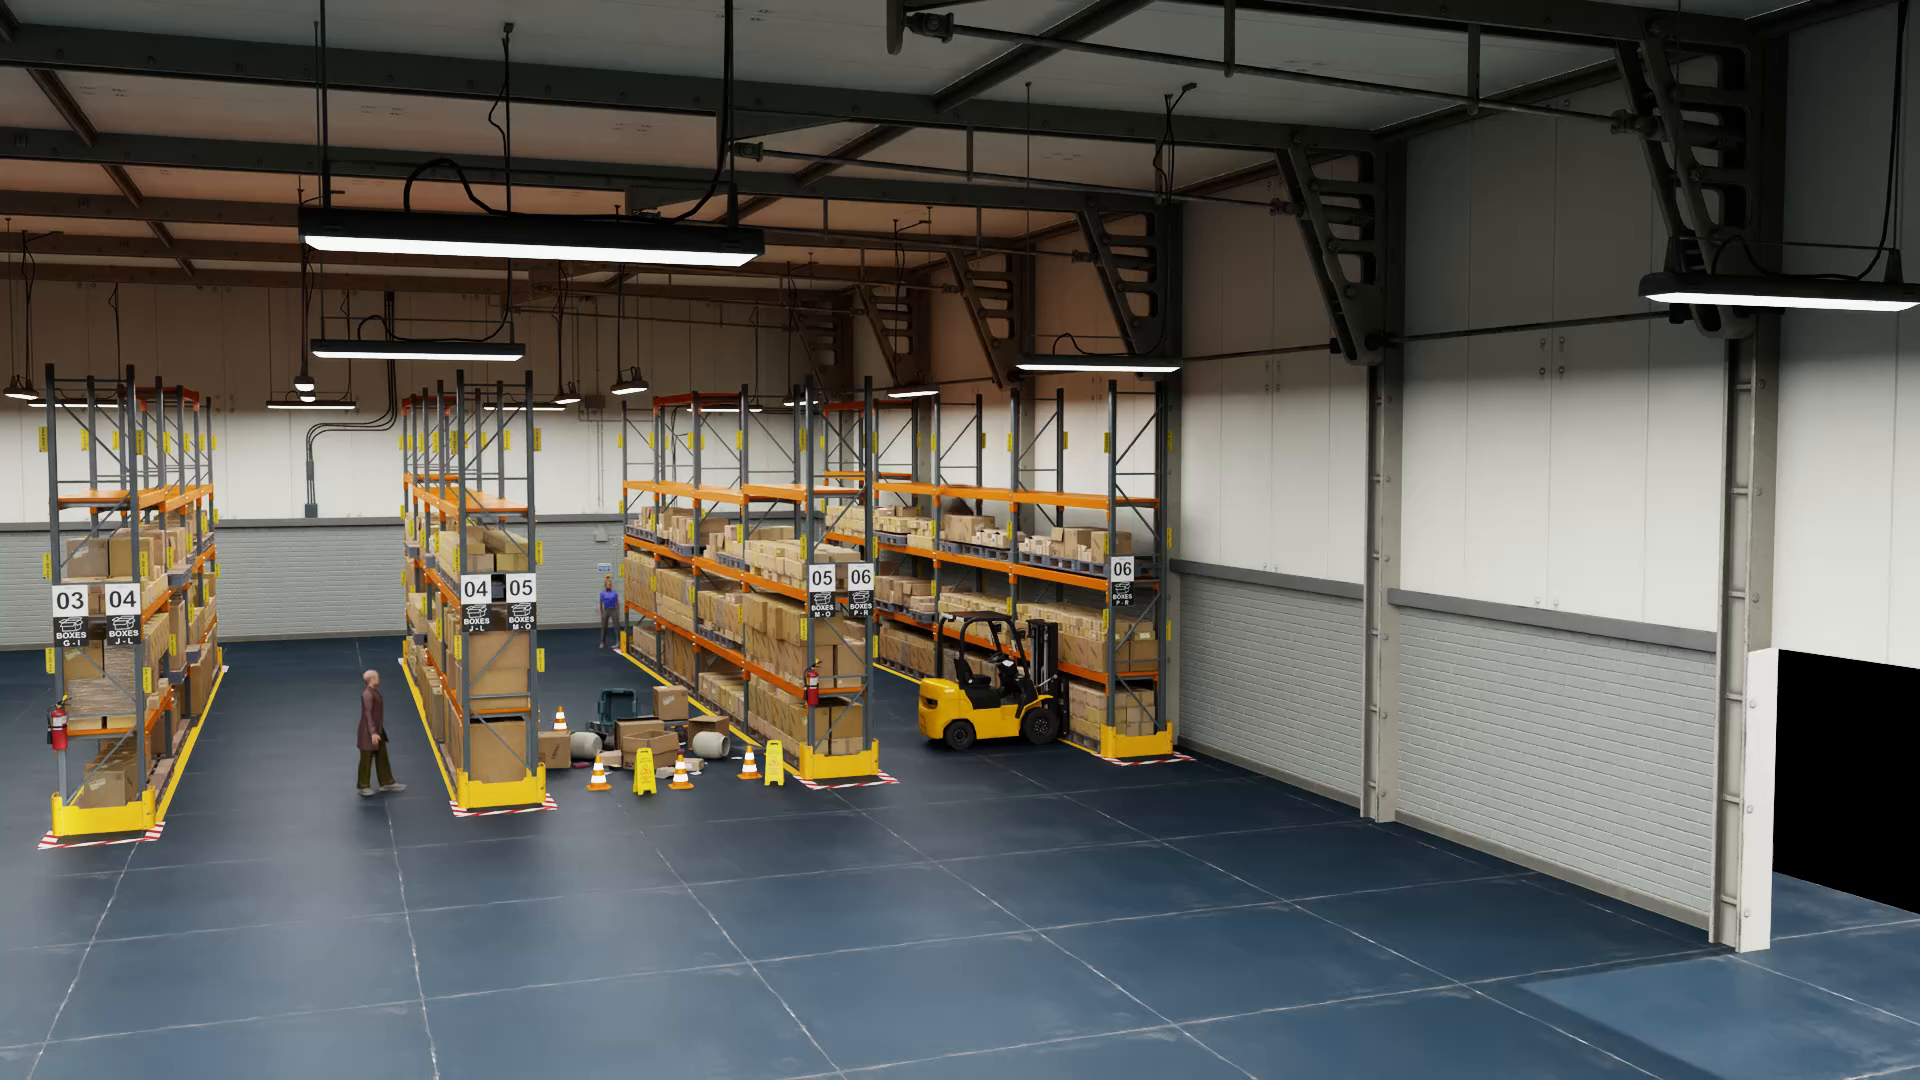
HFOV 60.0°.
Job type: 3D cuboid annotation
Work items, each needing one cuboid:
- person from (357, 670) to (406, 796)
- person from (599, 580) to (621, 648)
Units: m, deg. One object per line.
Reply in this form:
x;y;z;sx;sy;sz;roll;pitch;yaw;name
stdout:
-8.291;2.735;23.676;0.620;1.776;0.639;0;3;-1;person
-8.549;1.809;40.618;0.529;1.654;0.409;0;3;-7;person
